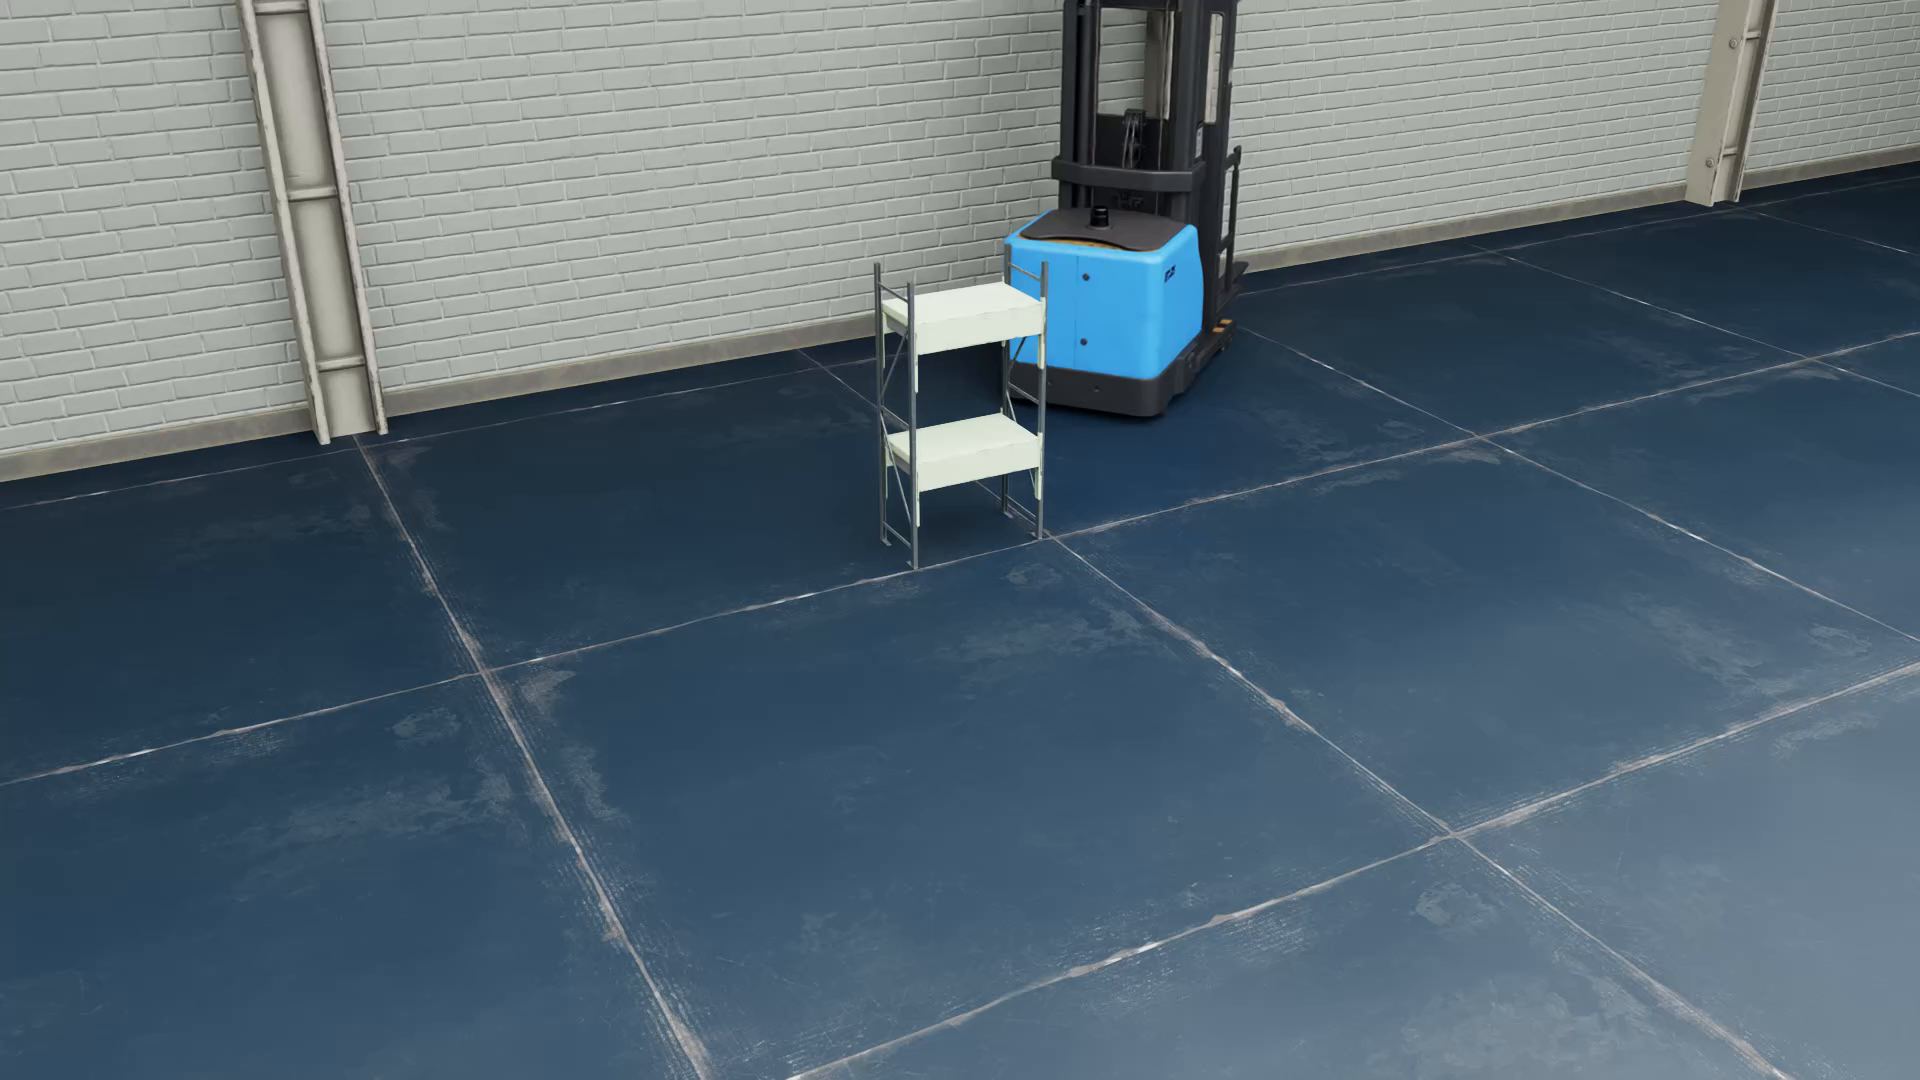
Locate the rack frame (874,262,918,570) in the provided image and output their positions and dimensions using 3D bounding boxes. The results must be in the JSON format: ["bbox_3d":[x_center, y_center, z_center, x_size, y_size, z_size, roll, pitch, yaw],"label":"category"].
[{"bbox_3d":[-0.317,-0.603,8.273,0.023,1.500,0.400,-13,29,-25],"label":"rack frame"}]

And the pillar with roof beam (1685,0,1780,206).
[{"bbox_3d":[8.896,-5.524,9.859,0.400,9.000,9.100,-13,29,-25],"label":"pillar with roof beam"}]

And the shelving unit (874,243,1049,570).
[{"bbox_3d":[0.006,-0.677,8.428,0.755,1.500,0.431,-13,29,-25],"label":"shelving unit"}]

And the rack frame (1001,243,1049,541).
[{"bbox_3d":[0.329,-0.752,8.583,0.023,1.500,0.400,-13,29,-25],"label":"rack frame"}]

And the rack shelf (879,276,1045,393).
[{"bbox_3d":[0.006,-1.029,8.259,0.720,0.370,0.431,-13,29,-25],"label":"rack shelf"}]

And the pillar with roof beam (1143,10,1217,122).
[{"bbox_3d":[3.602,-4.302,7.314,0.400,9.000,9.100,-13,29,-25],"label":"pillar with roof beam"}]

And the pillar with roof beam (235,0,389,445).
[{"bbox_3d":[-1.692,-3.080,4.769,0.400,9.000,9.100,-13,29,-25],"label":"pillar with roof beam"}]

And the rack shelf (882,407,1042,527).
[{"bbox_3d":[0.006,-0.384,8.569,0.720,0.370,0.431,-13,29,-25],"label":"rack shelf"}]

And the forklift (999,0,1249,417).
[{"bbox_3d":[1.288,-2.686,10.957,1.130,2.935,3.031,10,28,21],"label":"forklift"}]
